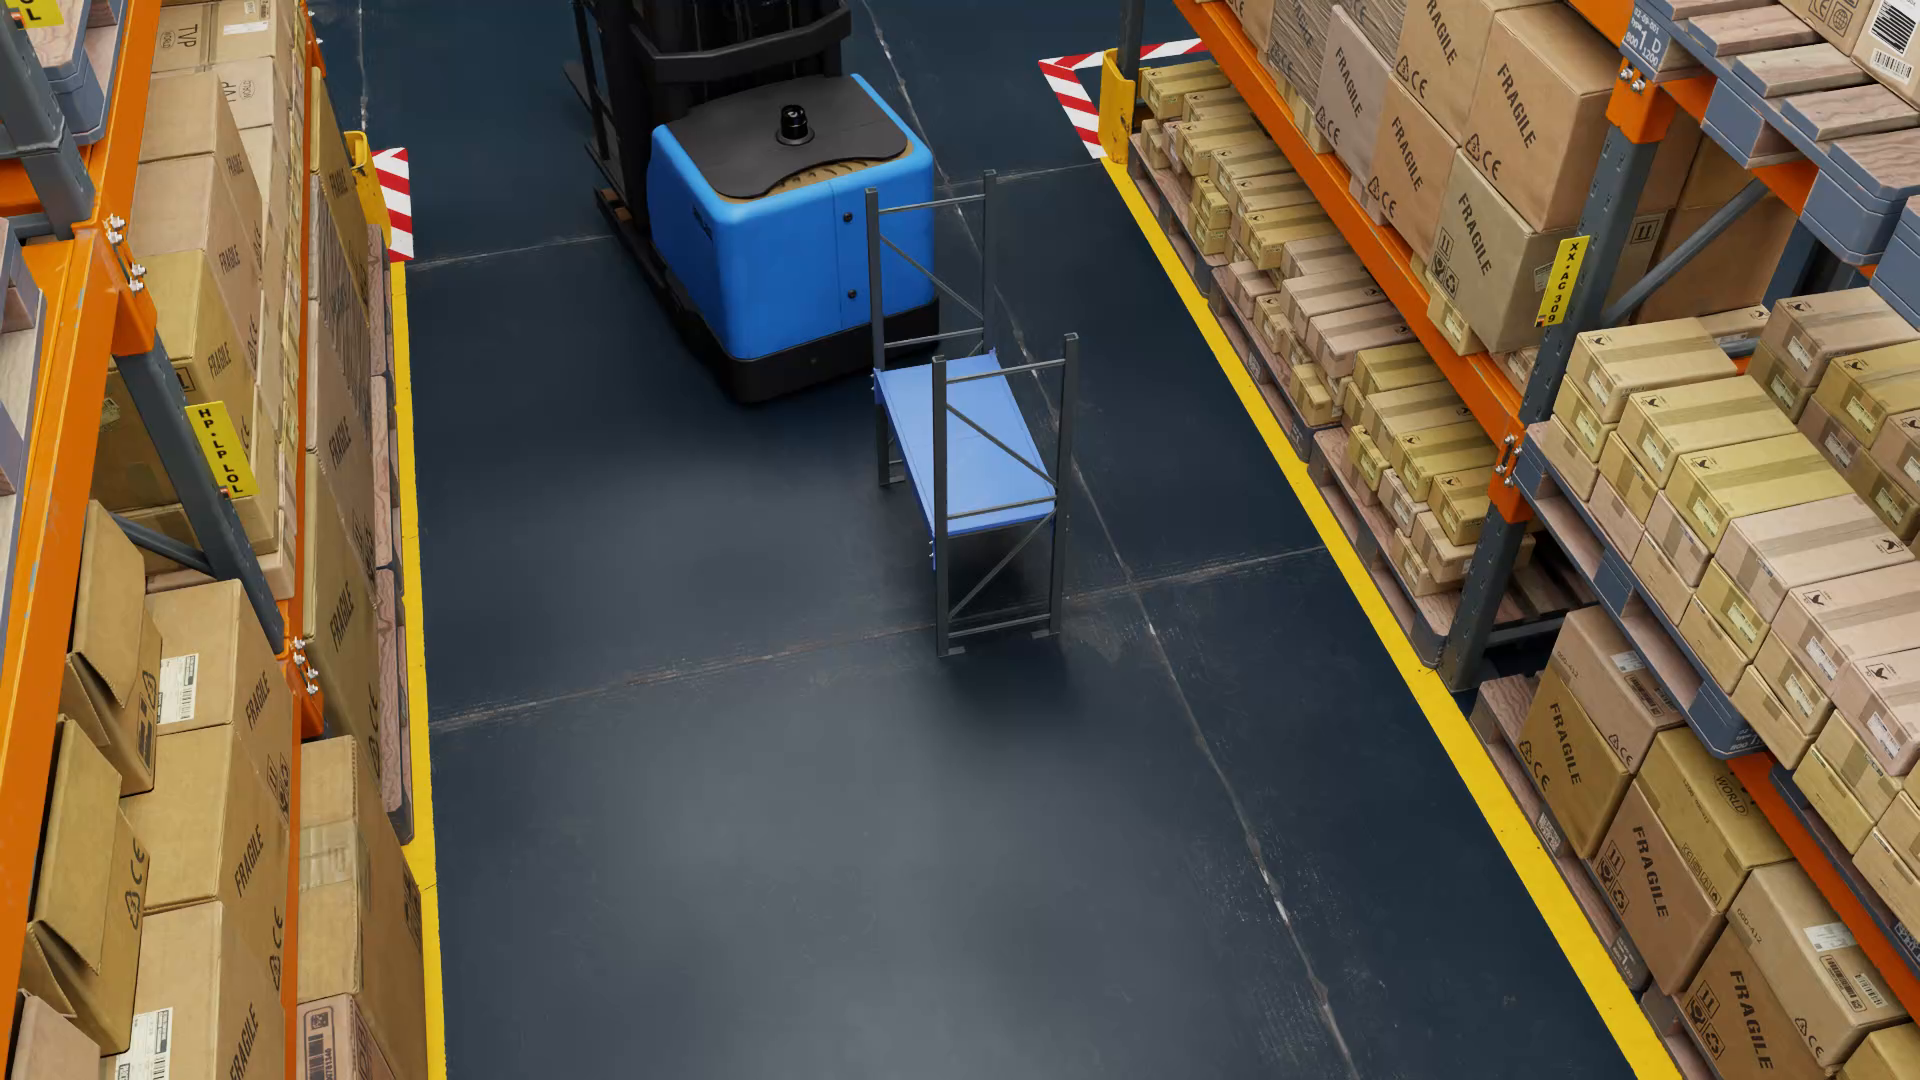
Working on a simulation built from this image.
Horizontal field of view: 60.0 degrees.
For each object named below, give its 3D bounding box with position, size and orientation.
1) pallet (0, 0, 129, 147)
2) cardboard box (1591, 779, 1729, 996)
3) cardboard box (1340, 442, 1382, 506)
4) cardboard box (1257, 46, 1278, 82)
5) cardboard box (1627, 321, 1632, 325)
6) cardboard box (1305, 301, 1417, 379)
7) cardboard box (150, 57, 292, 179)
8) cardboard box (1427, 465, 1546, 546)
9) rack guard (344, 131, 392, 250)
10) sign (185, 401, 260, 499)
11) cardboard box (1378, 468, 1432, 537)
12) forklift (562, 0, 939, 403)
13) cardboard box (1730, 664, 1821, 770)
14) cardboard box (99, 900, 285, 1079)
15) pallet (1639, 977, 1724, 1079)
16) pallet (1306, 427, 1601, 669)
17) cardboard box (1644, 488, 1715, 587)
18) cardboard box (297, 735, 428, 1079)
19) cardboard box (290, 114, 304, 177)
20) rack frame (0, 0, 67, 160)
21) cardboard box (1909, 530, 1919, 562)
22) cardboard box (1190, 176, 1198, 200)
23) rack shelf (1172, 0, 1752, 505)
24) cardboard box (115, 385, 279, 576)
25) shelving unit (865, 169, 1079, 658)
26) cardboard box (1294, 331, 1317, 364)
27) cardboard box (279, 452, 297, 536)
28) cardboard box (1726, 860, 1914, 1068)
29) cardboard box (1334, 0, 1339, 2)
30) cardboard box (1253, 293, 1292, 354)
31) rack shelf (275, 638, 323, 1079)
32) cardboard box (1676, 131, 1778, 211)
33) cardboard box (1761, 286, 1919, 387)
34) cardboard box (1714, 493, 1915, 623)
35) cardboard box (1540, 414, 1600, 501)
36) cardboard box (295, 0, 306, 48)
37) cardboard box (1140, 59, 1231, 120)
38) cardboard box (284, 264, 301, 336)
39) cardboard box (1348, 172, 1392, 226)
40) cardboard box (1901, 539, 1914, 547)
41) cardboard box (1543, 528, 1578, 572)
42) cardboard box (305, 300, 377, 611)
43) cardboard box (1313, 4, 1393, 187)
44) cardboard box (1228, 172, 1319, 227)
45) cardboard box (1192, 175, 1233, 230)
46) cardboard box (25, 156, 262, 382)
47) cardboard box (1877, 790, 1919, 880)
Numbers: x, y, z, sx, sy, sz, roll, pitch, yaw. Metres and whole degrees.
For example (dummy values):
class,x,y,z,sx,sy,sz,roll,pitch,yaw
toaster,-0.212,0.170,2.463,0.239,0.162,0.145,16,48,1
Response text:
class,x,y,z,sx,sy,sz,roll,pitch,yaw
pallet,-2.662,-1.335,4.171,1.003,0.211,1.213,-11,47,-10
cardboard box,2.428,1.065,5.313,0.500,0.500,0.500,-9,46,-9
cardboard box,1.813,-0.309,6.906,0.380,0.149,0.250,-12,47,-12
cardboard box,1.503,-2.092,7.126,0.380,0.149,0.250,-12,47,-11
cardboard box,2.464,-0.919,5.977,0.380,0.149,0.250,-9,46,-9
cardboard box,1.691,-0.845,7.014,0.380,0.149,0.250,-13,47,-12
cardboard box,-2.846,-1.575,6.341,0.500,0.250,0.500,-12,47,-12
cardboard box,2.015,-0.142,6.325,0.380,0.149,0.250,-9,46,-9
rack guard,-3.493,-1.653,8.270,1.175,0.500,0.348,-11,47,-10
sign,-1.940,-0.233,4.373,0.100,0.325,0.005,-11,47,-10
cardboard box,1.889,-0.184,6.574,0.380,0.149,0.250,-13,47,-12
forklift,-1.229,-2.700,7.595,1.130,2.935,3.031,-21,49,-19
cardboard box,2.280,0.423,4.367,0.380,0.149,0.250,-13,47,-12
cardboard box,-1.818,1.191,3.663,0.500,0.500,0.500,-11,47,-11
pallet,2.875,1.771,5.118,1.003,0.211,1.213,-11,47,-10
pallet,2.152,-0.068,6.919,1.003,0.211,1.213,-11,47,-10
cardboard box,2.149,-0.037,4.610,0.380,0.149,0.250,-10,46,-9
cardboard box,-2.279,1.286,4.834,1.225,0.875,0.875,-11,47,-10
cardboard box,-2.814,-1.532,6.578,0.380,0.149,0.250,-12,47,-11
rack frame,-2.463,-1.849,2.512,1.000,3.000,0.127,-11,47,-10
cardboard box,2.854,0.031,4.544,0.380,0.149,0.250,-12,47,-12
cardboard box,1.375,-1.741,8.309,0.380,0.149,0.250,-10,46,-10
rack shelf,1.846,-1.715,7.085,1.077,0.370,4.000,-11,47,-10
cardboard box,-2.330,-0.173,4.967,0.500,0.250,0.500,-11,47,-11
shelving unit,0.022,-0.466,6.407,0.538,1.500,1.048,-11,47,-10
cardboard box,1.700,-0.917,7.293,0.380,0.149,0.250,-13,47,-12
cardboard box,-2.284,-0.108,5.182,0.380,0.149,0.250,-12,47,-12
cardboard box,2.557,1.158,4.697,0.500,0.250,0.500,-9,46,-9
cardboard box,1.573,-2.417,6.291,0.500,0.500,0.500,-12,47,-12
cardboard box,1.568,-1.011,7.594,0.380,0.149,0.250,-11,47,-10
rack shelf,-1.951,1.883,3.559,1.077,0.370,4.000,-11,47,-10
cardboard box,2.478,-1.432,5.325,0.500,0.500,0.500,-10,46,-9
cardboard box,2.649,-0.612,4.966,0.380,0.149,0.250,-9,46,-8
cardboard box,2.216,0.044,4.323,0.380,0.149,0.250,-11,47,-11
cardboard box,2.014,-0.289,5.066,0.380,0.149,0.250,-13,47,-12
cardboard box,-3.077,-2.237,7.269,0.380,0.149,0.250,-10,46,-10
cardboard box,1.140,-2.282,8.422,0.380,0.149,0.250,-13,47,-12
cardboard box,-2.549,-0.821,5.881,0.380,0.149,0.250,-10,46,-10
cardboard box,1.736,-1.371,6.420,0.380,0.149,0.250,-13,47,-12
cardboard box,2.780,-0.056,4.837,0.380,0.149,0.250,-11,47,-10
cardboard box,2.575,-0.046,6.647,0.380,0.149,0.250,-13,47,-12
cardboard box,-2.785,-0.244,6.334,0.875,0.875,0.875,-11,47,-10
cardboard box,1.703,-1.710,6.298,0.500,0.500,0.500,-11,47,-11
cardboard box,1.473,-1.567,7.721,0.380,0.149,0.250,-9,46,-9
cardboard box,1.344,-1.643,8.005,0.380,0.149,0.250,-9,46,-9
cardboard box,-2.457,-0.782,5.039,0.500,0.500,0.500,-11,47,-10
cardboard box,2.417,0.686,3.902,0.380,0.149,0.250,-12,47,-11
